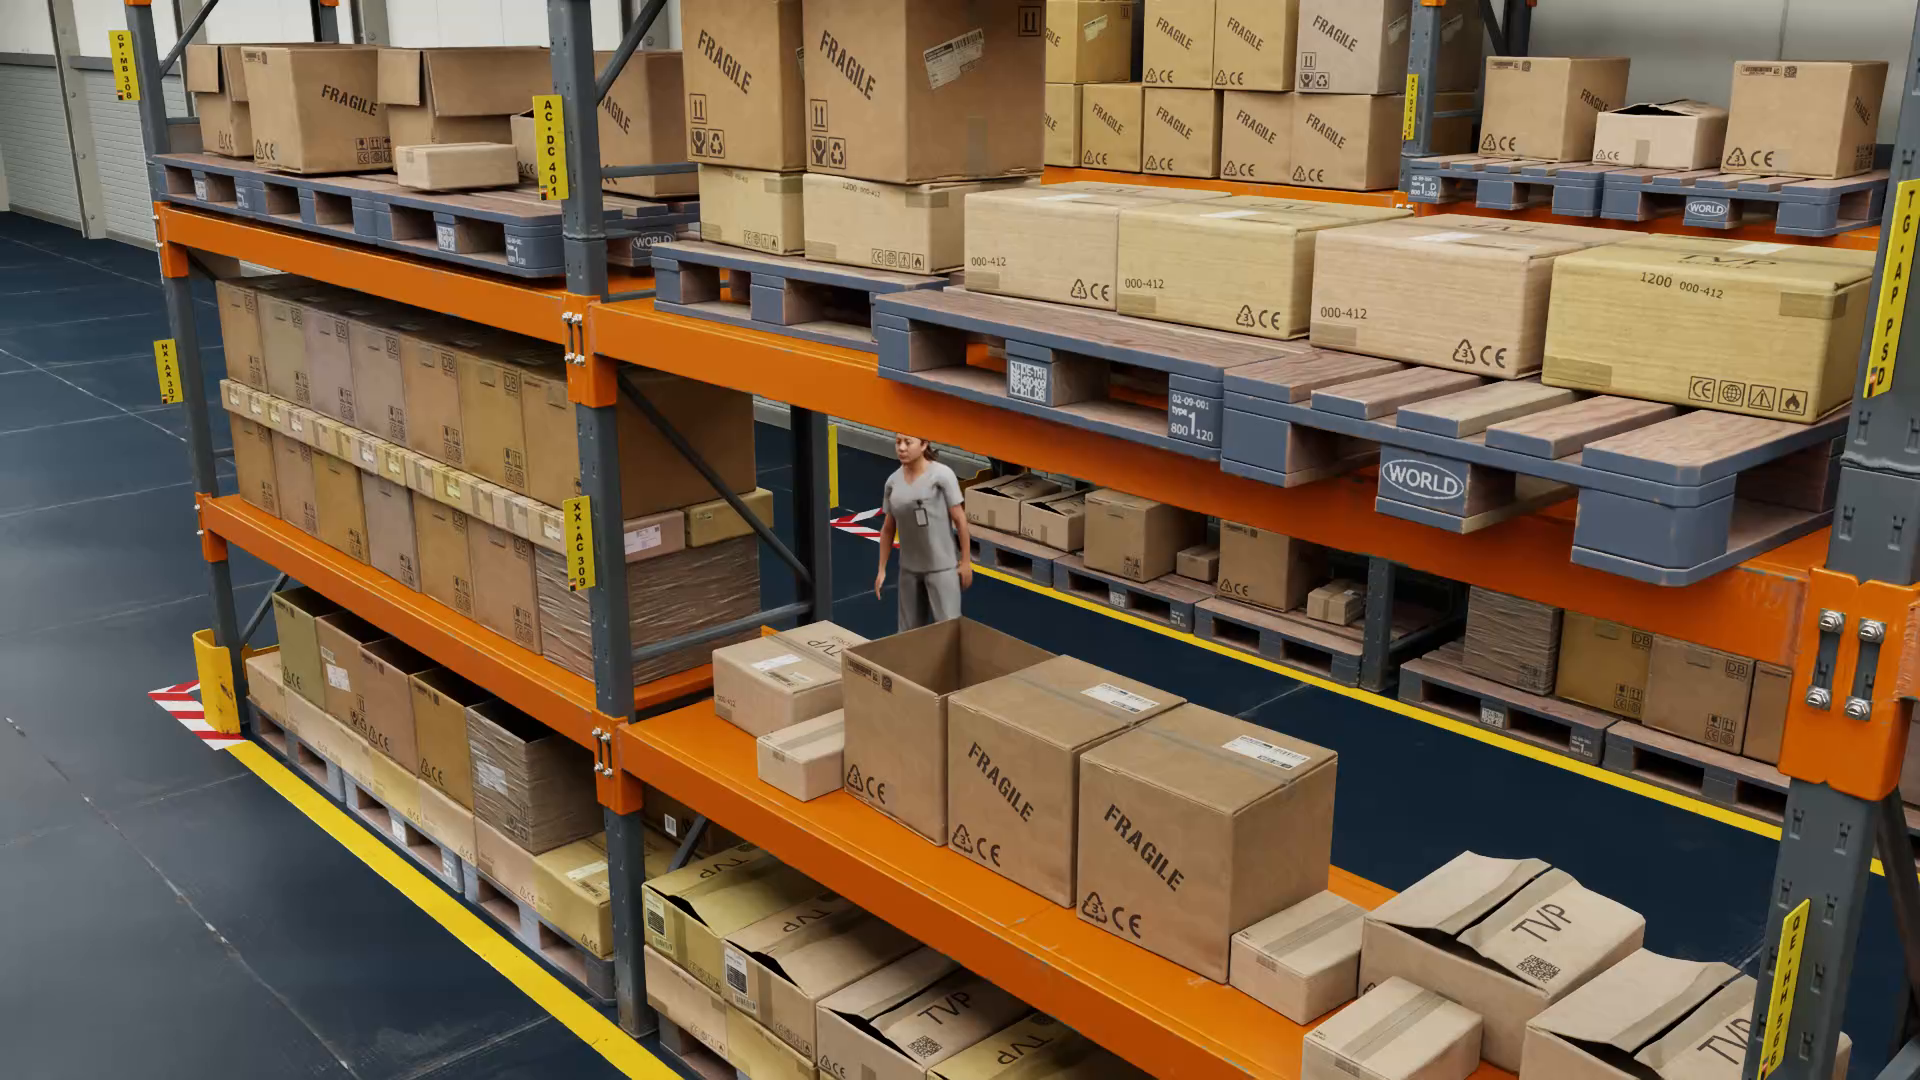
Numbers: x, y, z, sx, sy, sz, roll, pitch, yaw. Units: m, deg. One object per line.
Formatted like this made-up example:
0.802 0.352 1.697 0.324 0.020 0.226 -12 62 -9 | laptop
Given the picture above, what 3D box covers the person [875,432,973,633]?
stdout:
-0.174 0.174 8.947 0.554 1.670 0.595 13 22 36 | person
